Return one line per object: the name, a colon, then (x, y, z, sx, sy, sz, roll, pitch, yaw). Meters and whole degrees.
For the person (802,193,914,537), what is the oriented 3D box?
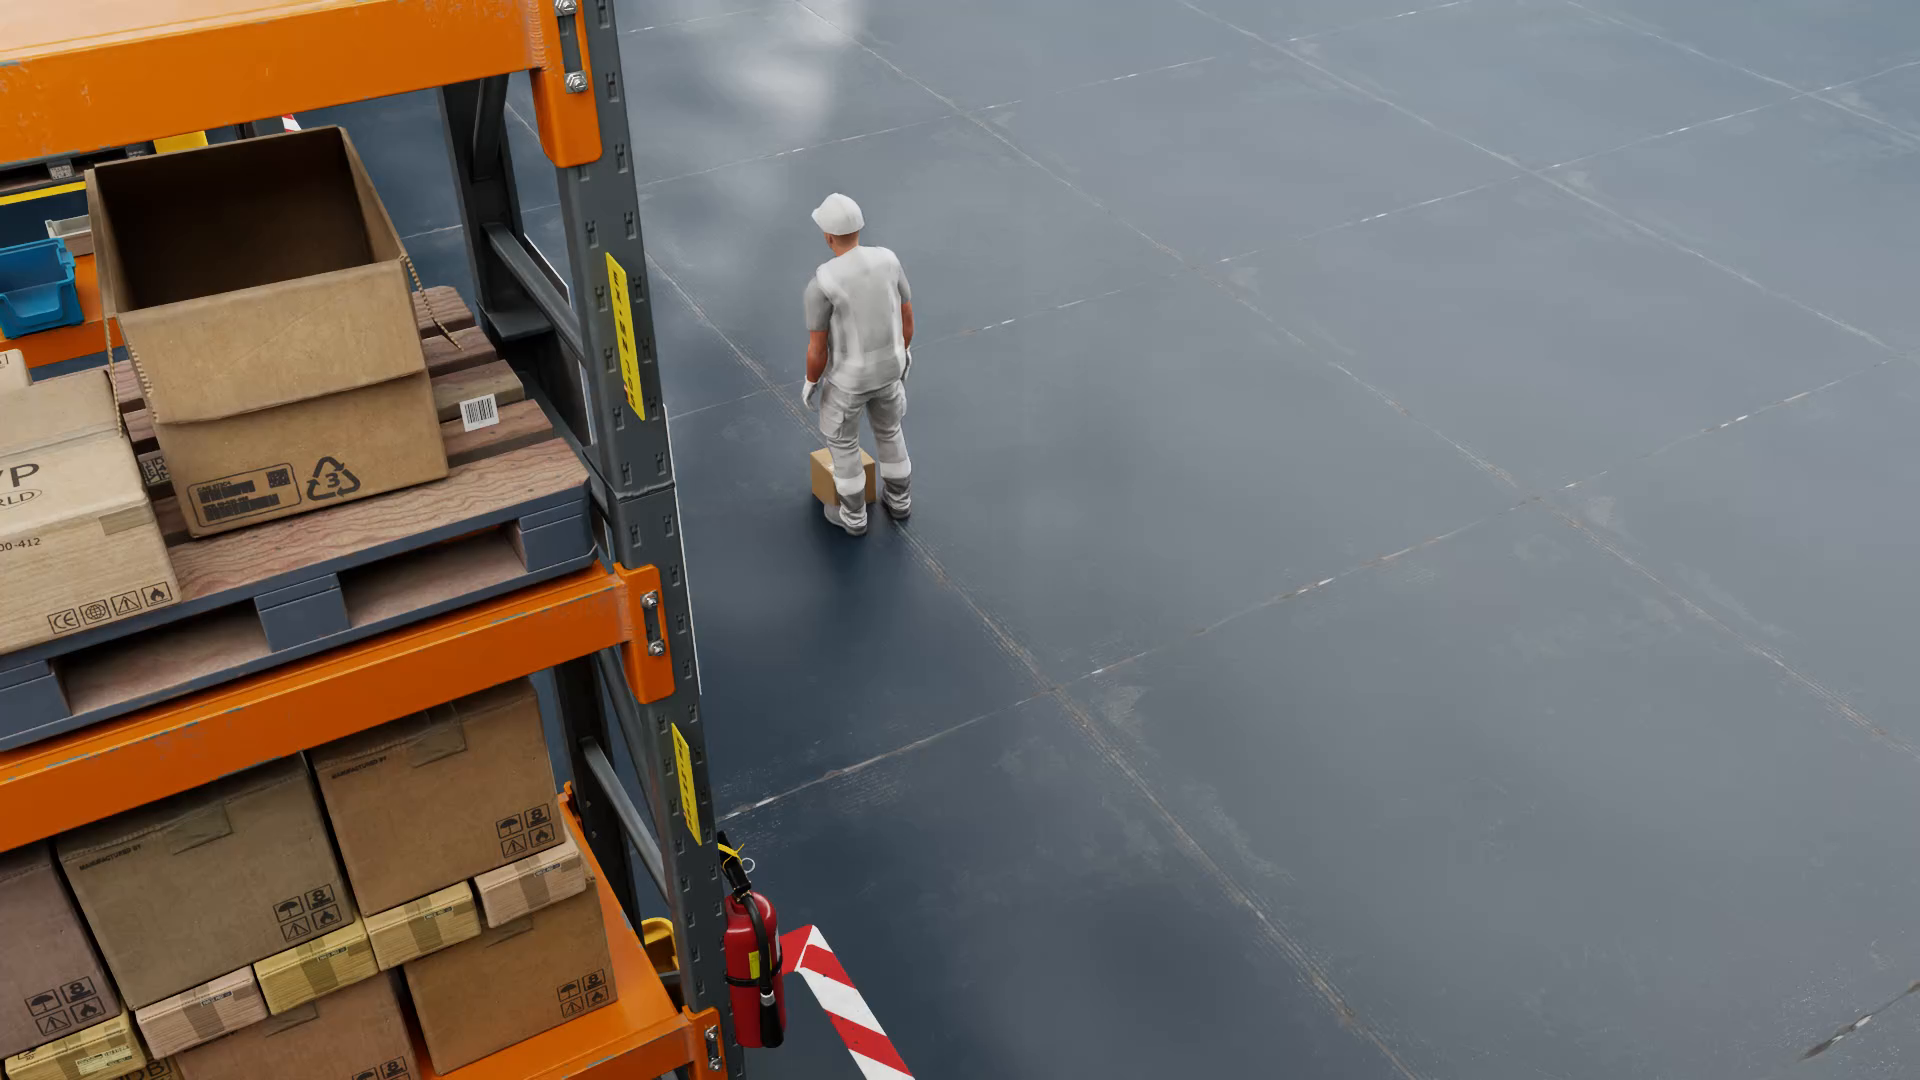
person: (-0.494, -0.822, 8.029, 0.617, 1.778, 0.453, -22, 42, -26)
